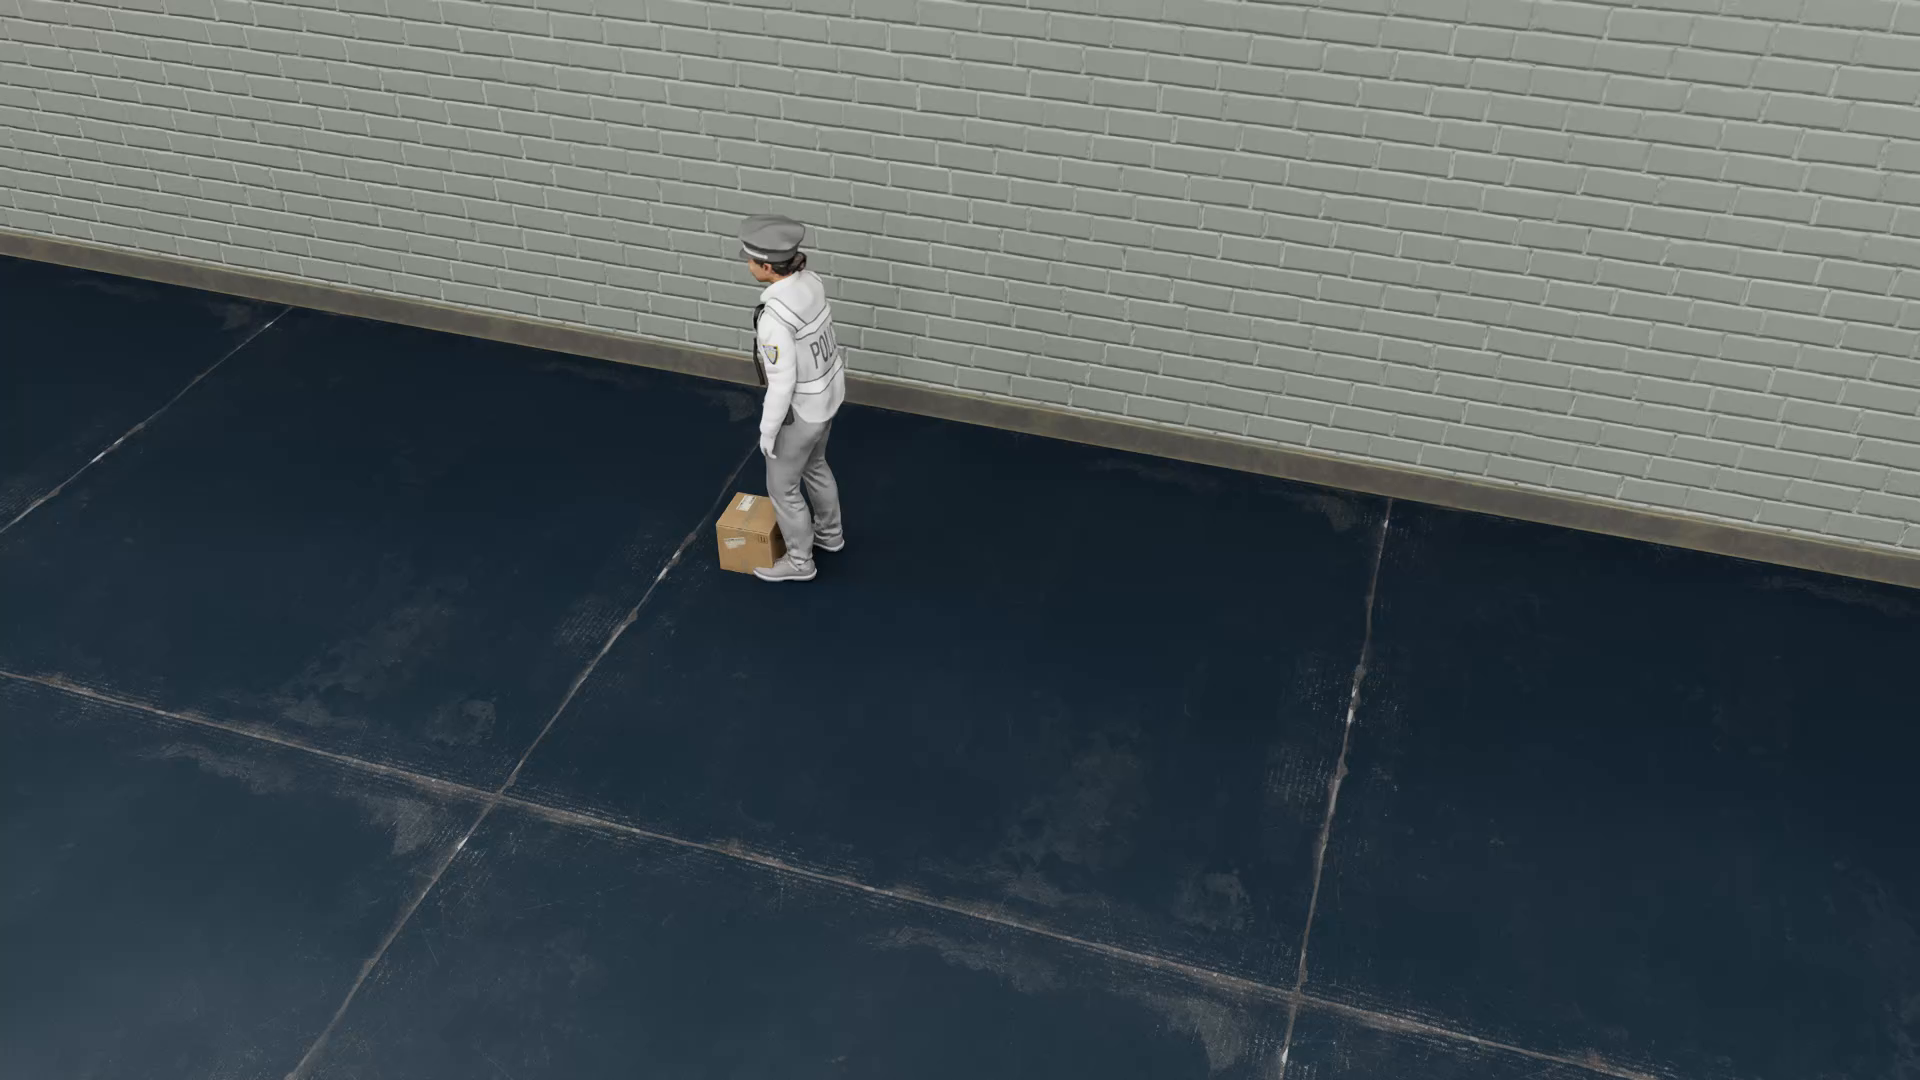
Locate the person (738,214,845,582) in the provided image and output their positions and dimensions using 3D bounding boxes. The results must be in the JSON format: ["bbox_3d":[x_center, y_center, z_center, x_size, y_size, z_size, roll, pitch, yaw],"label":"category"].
[{"bbox_3d":[-0.688,-0.551,6.871,0.403,1.663,0.529,11,39,14],"label":"person"}]
